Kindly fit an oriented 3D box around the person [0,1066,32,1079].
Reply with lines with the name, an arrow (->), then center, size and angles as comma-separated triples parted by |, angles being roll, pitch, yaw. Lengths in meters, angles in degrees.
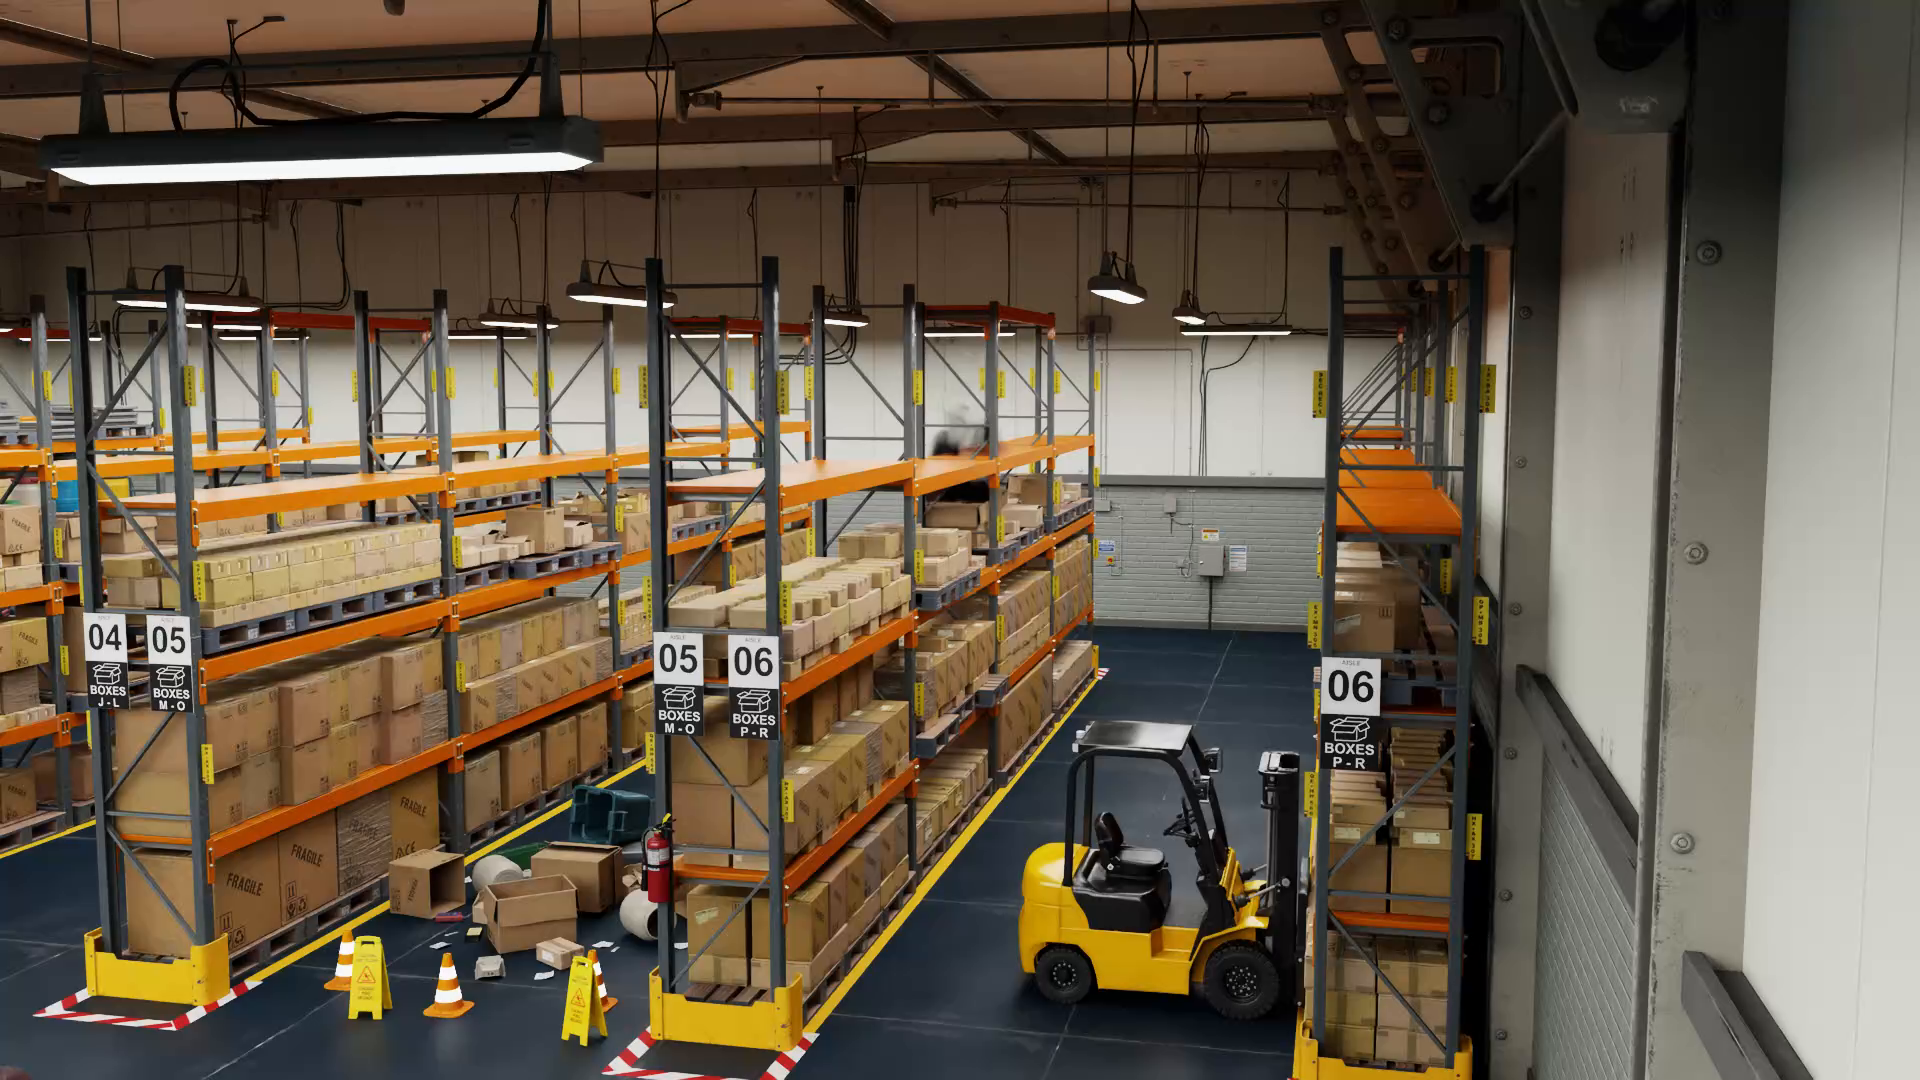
person -> -5.156, 3.479, 8.678 | 0.687, 1.741, 0.687 | -3, 7, -31
